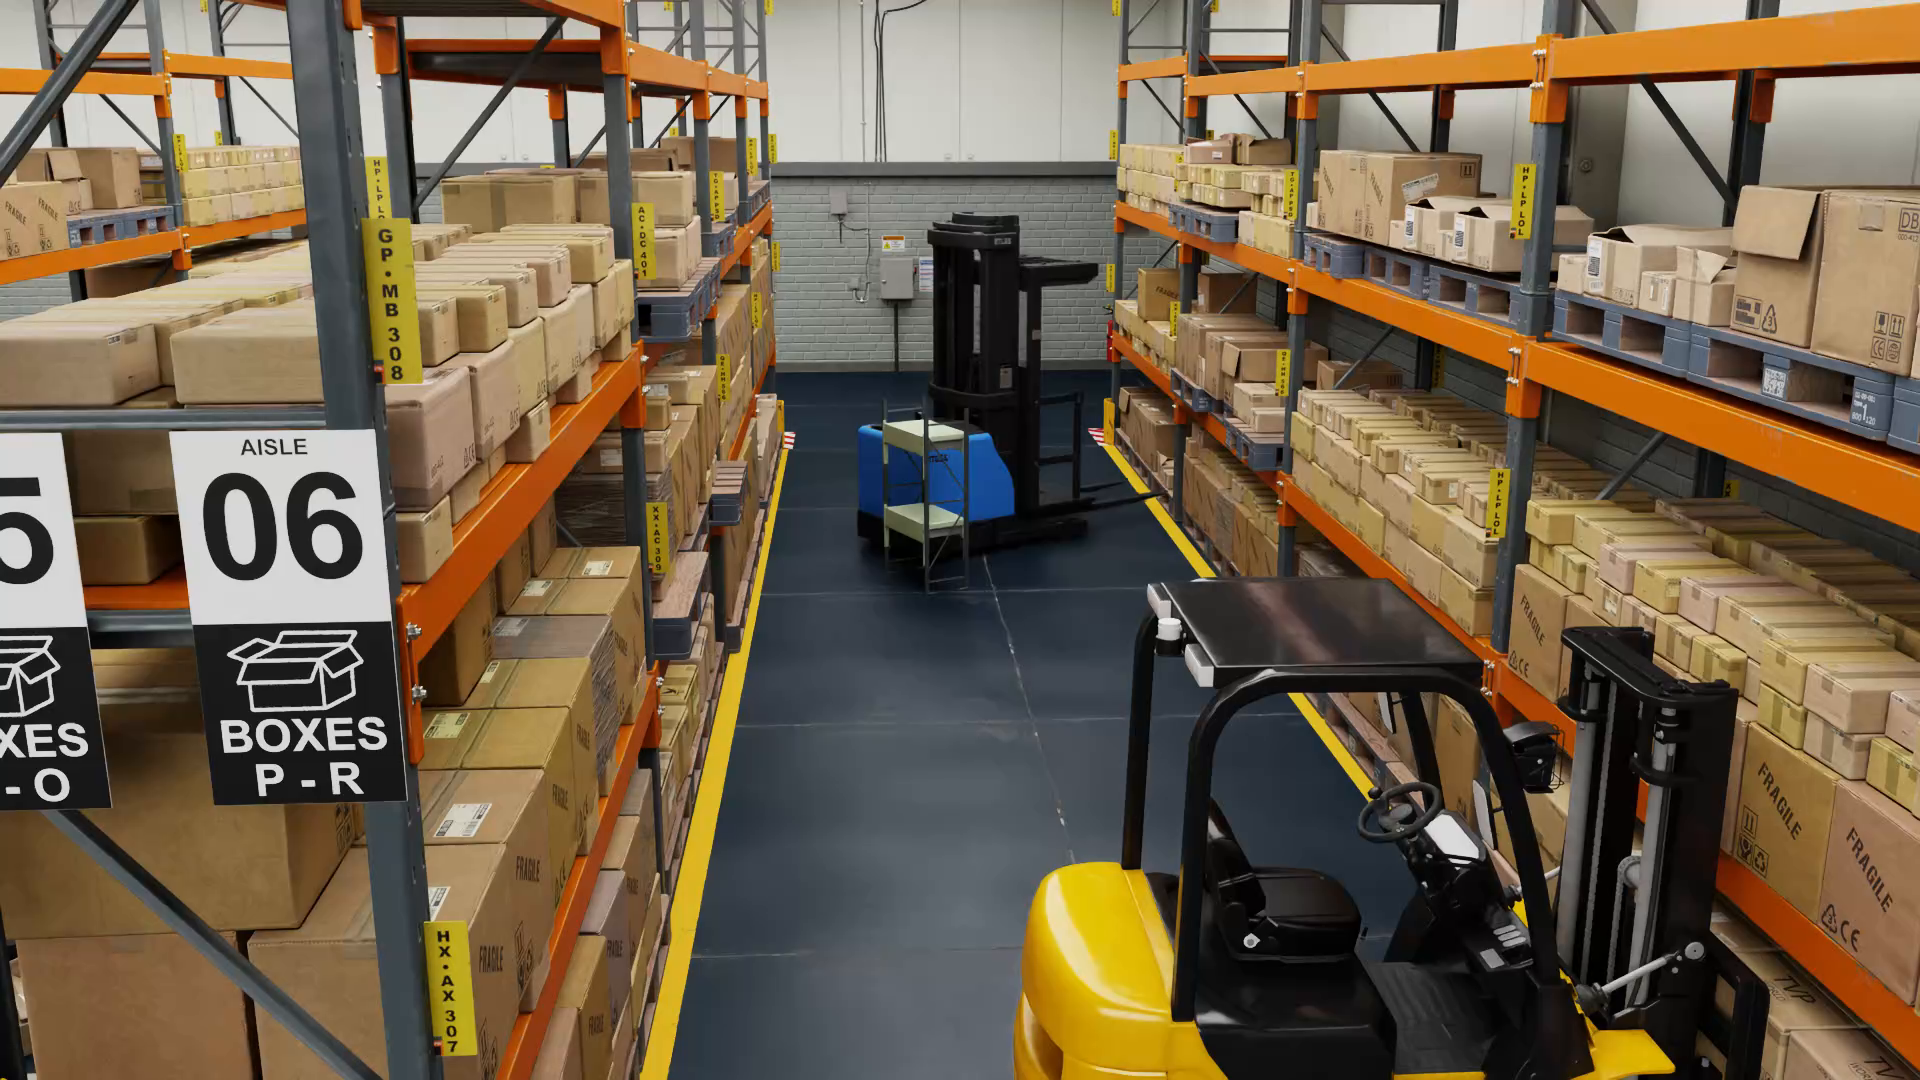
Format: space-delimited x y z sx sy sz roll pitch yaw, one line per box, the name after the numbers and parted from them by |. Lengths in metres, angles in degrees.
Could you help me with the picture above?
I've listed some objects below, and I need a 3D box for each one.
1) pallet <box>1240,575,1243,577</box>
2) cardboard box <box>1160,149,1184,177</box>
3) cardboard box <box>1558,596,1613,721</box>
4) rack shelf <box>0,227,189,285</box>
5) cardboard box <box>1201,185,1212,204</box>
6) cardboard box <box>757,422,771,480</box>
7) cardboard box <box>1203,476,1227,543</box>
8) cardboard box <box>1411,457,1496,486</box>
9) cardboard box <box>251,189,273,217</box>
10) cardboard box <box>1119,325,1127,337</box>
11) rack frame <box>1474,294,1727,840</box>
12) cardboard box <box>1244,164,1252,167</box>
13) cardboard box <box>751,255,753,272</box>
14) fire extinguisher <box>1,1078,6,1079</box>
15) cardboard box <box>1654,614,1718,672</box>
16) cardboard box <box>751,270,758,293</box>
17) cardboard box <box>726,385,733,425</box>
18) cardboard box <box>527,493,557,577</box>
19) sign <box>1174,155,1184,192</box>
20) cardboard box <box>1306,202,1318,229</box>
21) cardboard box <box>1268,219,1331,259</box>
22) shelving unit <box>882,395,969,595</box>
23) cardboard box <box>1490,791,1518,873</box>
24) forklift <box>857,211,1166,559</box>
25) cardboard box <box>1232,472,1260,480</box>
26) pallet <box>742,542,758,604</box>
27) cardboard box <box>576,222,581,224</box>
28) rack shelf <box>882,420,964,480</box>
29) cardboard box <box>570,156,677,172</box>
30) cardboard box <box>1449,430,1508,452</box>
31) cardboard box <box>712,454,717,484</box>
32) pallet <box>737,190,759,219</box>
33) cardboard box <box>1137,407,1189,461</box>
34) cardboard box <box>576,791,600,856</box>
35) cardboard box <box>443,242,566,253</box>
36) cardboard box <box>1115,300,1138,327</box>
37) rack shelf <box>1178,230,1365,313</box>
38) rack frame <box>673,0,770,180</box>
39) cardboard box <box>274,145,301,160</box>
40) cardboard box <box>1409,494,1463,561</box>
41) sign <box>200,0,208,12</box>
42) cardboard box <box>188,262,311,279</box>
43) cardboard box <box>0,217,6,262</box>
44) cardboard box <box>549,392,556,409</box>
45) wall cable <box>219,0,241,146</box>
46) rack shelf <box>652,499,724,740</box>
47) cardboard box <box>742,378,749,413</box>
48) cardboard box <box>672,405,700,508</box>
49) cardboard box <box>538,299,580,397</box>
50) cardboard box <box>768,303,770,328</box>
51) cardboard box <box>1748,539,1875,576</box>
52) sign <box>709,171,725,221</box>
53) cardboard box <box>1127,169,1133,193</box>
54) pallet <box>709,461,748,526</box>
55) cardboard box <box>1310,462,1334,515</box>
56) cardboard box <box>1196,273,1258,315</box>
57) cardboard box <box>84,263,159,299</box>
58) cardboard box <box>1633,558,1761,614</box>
2.785 0.512 12.836 1.003 0.211 1.213 -1 14 -3 | pallet
2.234 -3.661 16.140 0.500 0.250 0.500 -1 14 -4 | cardboard box
2.857 0.538 6.939 0.500 0.500 0.500 -1 14 -2 | cardboard box
-7.218 -2.075 12.718 1.077 0.370 4.000 -1 14 -3 | rack shelf
2.233 -2.895 13.924 0.380 0.149 0.250 -1 14 -4 | cardboard box
-2.396 -0.912 17.075 0.875 0.438 0.875 -1 14 -5 | cardboard box
2.421 -0.259 14.412 0.500 0.500 0.500 -1 14 -5 | cardboard box
2.700 -0.356 9.113 0.380 0.149 0.250 -1 14 -5 | cardboard box
-7.189 -3.351 16.537 0.500 0.250 0.500 0 14 -1 | cardboard box
2.045 -2.434 19.194 0.380 0.149 0.250 -1 14 -4 | cardboard box
3.042 0.343 7.898 1.000 3.000 0.127 -1 14 -3 | rack frame
2.719 -3.237 14.657 0.380 0.149 0.250 -1 14 -3 | cardboard box
-2.212 -2.688 16.168 0.380 0.149 0.250 -1 14 -4 | cardboard box
-2.117 1.488 3.602 0.296 0.674 0.183 -1 14 -3 | fire extinguisher
2.850 0.382 6.242 0.380 0.149 0.250 -1 14 -5 | cardboard box
-2.221 -2.350 16.156 0.500 0.500 0.500 -1 14 -4 | cardboard box
-1.976 -1.002 12.424 0.500 0.250 0.500 -1 14 -2 | cardboard box
-2.101 -0.144 6.984 0.700 0.500 0.500 -1 14 -4 | cardboard box
2.005 -3.340 15.153 0.100 0.325 0.005 -1 14 -3 | sign
2.512 -2.152 11.000 0.380 0.166 0.250 -1 14 -4 | cardboard box
2.520 -2.156 11.891 0.500 0.250 0.500 -1 14 -5 | cardboard box
-0.286 -0.384 13.734 0.431 1.500 0.755 -8 16 -28 | shelving unit
2.764 1.354 7.640 0.500 0.250 0.500 -1 14 -4 | cardboard box
0.570 -1.517 15.263 3.031 2.935 1.130 -10 17 -33 | forklift
2.492 -0.470 13.929 0.380 0.149 0.250 -1 14 -3 | cardboard box
-2.206 0.276 13.754 1.003 0.211 1.213 -1 14 -3 | pallet
-2.119 -1.432 8.235 0.500 0.250 0.500 -1 14 -3 | cardboard box
-0.286 -0.762 13.637 0.431 0.370 0.720 -8 16 -28 | rack shelf
-2.334 -2.372 11.380 0.797 0.503 0.637 -2 15 -7 | cardboard box
3.130 -0.555 9.886 0.380 0.149 0.250 0 14 -2 | cardboard box
-1.756 -0.451 10.644 0.380 0.149 0.250 -1 14 -4 | cardboard box
-2.448 -3.183 15.758 1.003 0.211 1.213 -1 14 -3 | pallet
2.189 -1.135 17.814 0.500 0.500 0.500 -1 14 -2 | cardboard box
-1.484 0.997 5.858 0.380 0.149 0.250 -1 14 -3 | cardboard box
-1.595 -0.963 5.856 0.380 0.149 0.250 -1 14 -5 | cardboard box
2.057 -2.596 19.024 0.500 0.250 0.500 -1 14 -3 | cardboard box
2.670 -2.254 13.414 1.077 0.370 4.000 -1 14 -3 | rack shelf
-2.656 -5.469 18.448 1.000 3.000 0.127 -1 14 -3 | rack frame
-7.276 -4.200 18.030 0.380 0.149 0.250 -1 14 -4 | cardboard box
2.717 -0.073 8.811 0.500 0.250 0.500 -1 14 -5 | cardboard box
-8.132 -5.850 17.895 0.100 0.325 0.005 -1 14 -3 | sign
-2.109 -0.763 5.078 0.380 0.149 0.250 -1 14 -2 | cardboard box
-6.864 -2.120 11.250 0.500 0.500 0.500 -1 14 -3 | cardboard box
-1.607 -0.515 5.716 0.380 0.149 0.250 -1 14 -2 | cardboard box
-9.457 -8.334 23.125 2.277 5.999 0.120 -1 14 -3 | wall cable
-2.036 0.271 9.620 1.077 0.370 4.000 -1 14 -3 | rack shelf
-2.098 -1.262 14.437 0.500 0.250 0.500 -1 14 -4 | cardboard box
-1.746 -0.472 9.424 0.500 0.500 0.500 -1 15 -6 | cardboard box
-1.520 -0.619 5.322 0.500 0.250 0.500 -1 14 -2 | cardboard box
-2.346 -2.372 18.247 0.500 0.500 0.500 -1 14 -5 | cardboard box
3.445 0.101 6.739 0.380 0.149 0.250 -1 14 -5 | cardboard box
-1.618 -2.285 11.056 0.100 0.325 0.005 -1 14 -3 | sign
2.105 -3.925 18.170 0.500 0.250 0.500 -1 14 -2 | cardboard box
-2.010 -0.306 10.805 1.213 0.211 1.003 -1 14 -3 | pallet
2.604 -0.340 10.853 0.500 0.250 0.500 -1 14 -5 | cardboard box
2.719 -2.456 16.975 0.500 0.500 0.500 -1 14 -5 | cardboard box
-7.641 -2.257 15.199 0.500 0.500 0.500 -1 14 -5 | cardboard box
2.853 0.177 6.444 0.380 0.149 0.250 -1 14 -4 | cardboard box
